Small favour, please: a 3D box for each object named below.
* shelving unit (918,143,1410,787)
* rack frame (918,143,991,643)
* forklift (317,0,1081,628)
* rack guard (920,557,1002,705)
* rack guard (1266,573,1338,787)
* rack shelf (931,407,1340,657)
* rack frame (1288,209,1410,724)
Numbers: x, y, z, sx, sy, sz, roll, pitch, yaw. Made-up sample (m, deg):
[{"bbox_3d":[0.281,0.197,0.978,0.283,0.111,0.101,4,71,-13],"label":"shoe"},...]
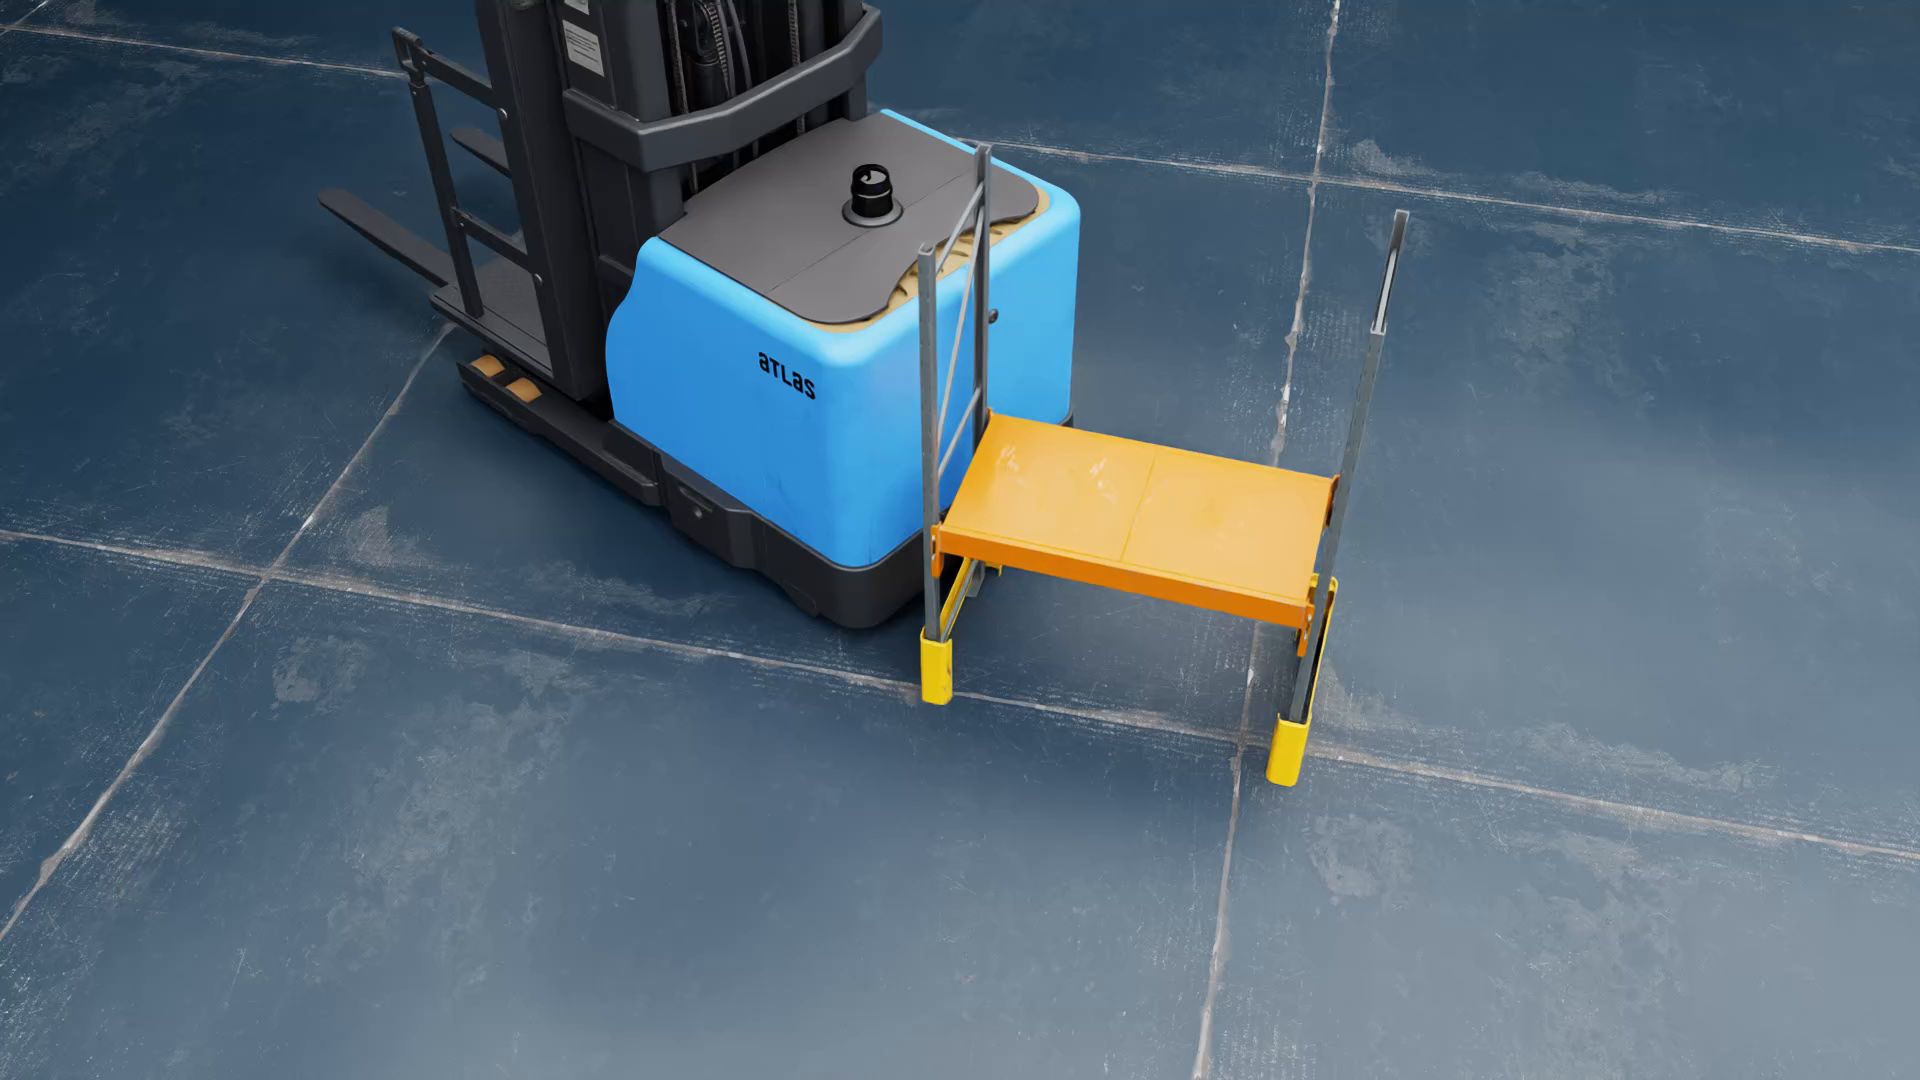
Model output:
[{"bbox_3d":[0.485,-0.166,4.341,1.083,1.500,0.587,12,45,12],"label":"shelving unit"},{"bbox_3d":[-0.009,-0.271,4.450,0.032,1.500,0.500,12,45,12],"label":"rack frame"},{"bbox_3d":[-1.079,-1.681,4.883,3.031,2.935,1.130,31,52,28],"label":"forklift"},{"bbox_3d":[0.009,0.184,4.879,0.087,0.250,0.587,12,45,12],"label":"rack guard"},{"bbox_3d":[0.962,0.385,4.670,0.087,0.250,0.587,12,45,12],"label":"rack guard"},{"bbox_3d":[0.477,-0.038,4.468,1.000,0.185,0.538,12,45,12],"label":"rack shelf"},{"bbox_3d":[0.963,-0.065,4.236,0.032,1.500,0.500,12,45,12],"label":"rack frame"}]
